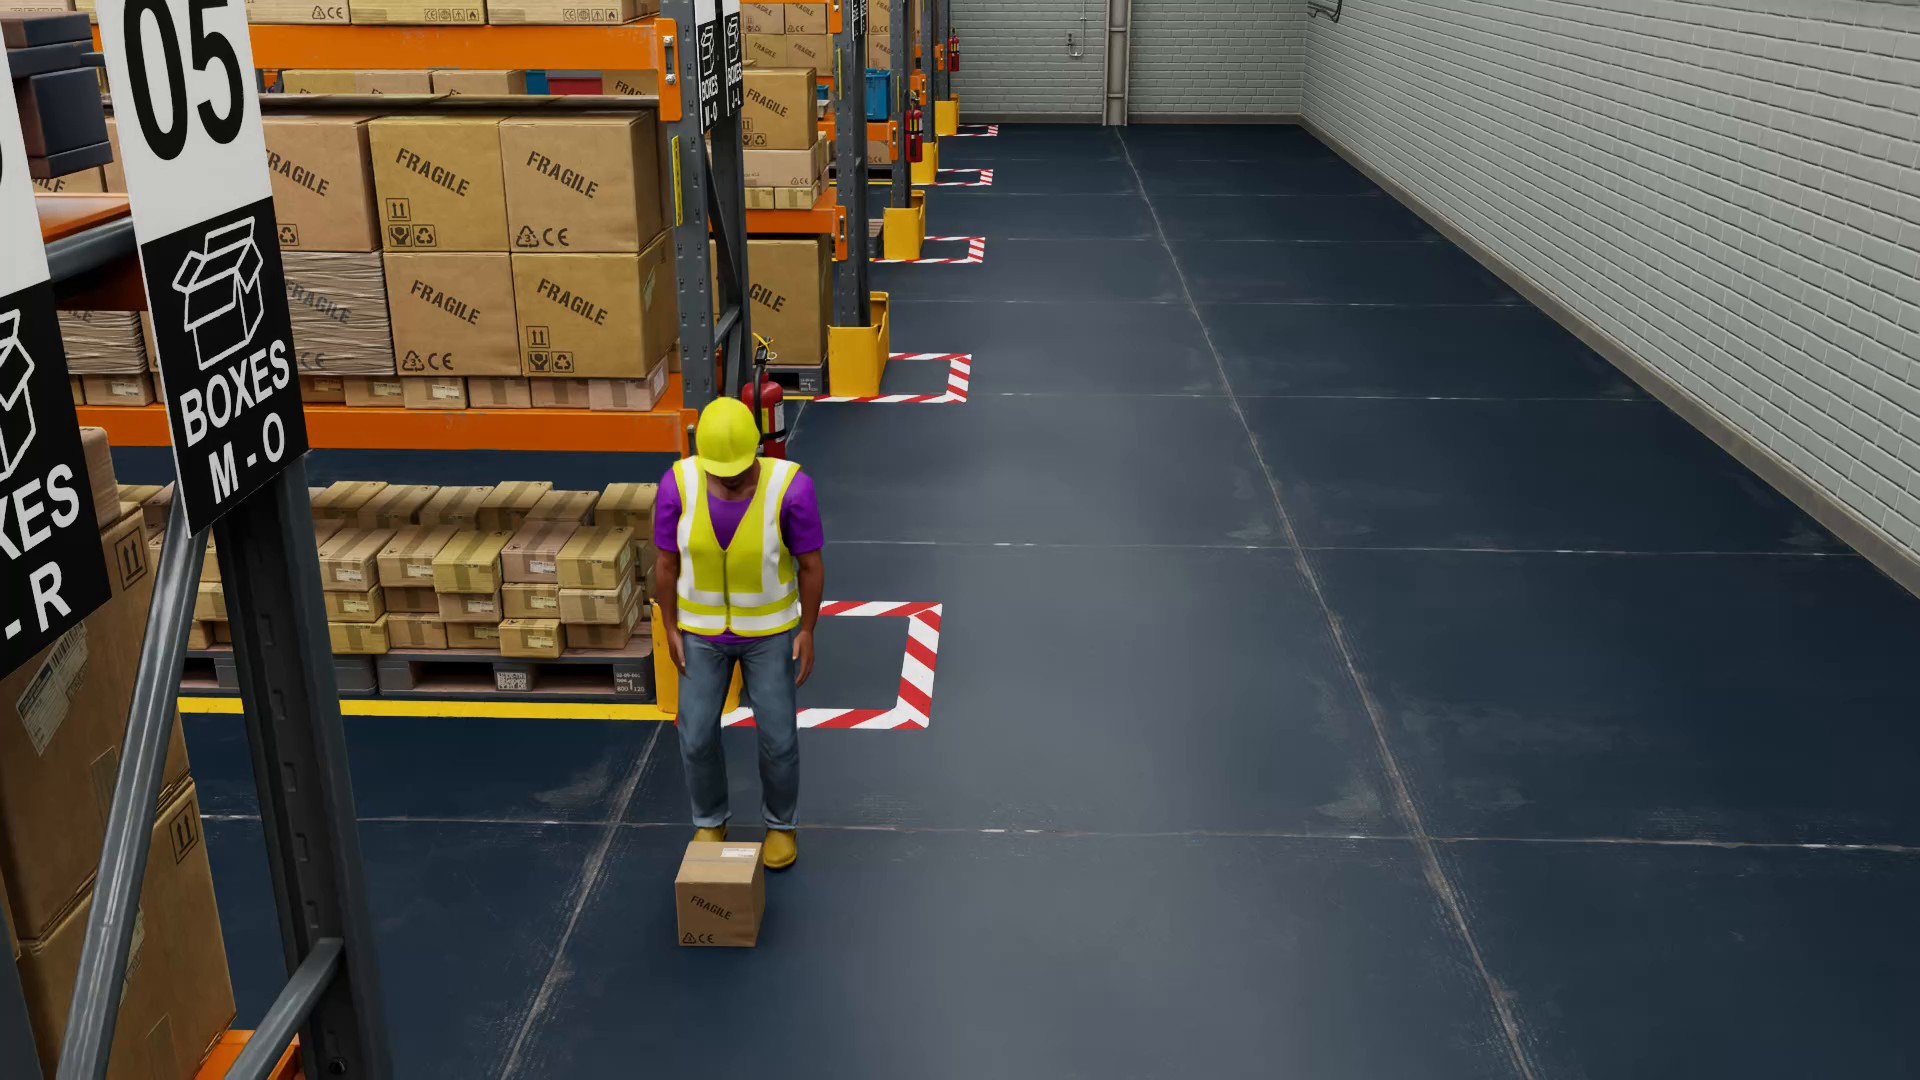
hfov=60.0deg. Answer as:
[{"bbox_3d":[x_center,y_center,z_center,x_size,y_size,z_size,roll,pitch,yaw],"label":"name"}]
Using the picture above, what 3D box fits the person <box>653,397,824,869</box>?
[{"bbox_3d":[-0.756,0.325,5.744,0.588,1.725,0.437,1,21,3],"label":"person"}]
